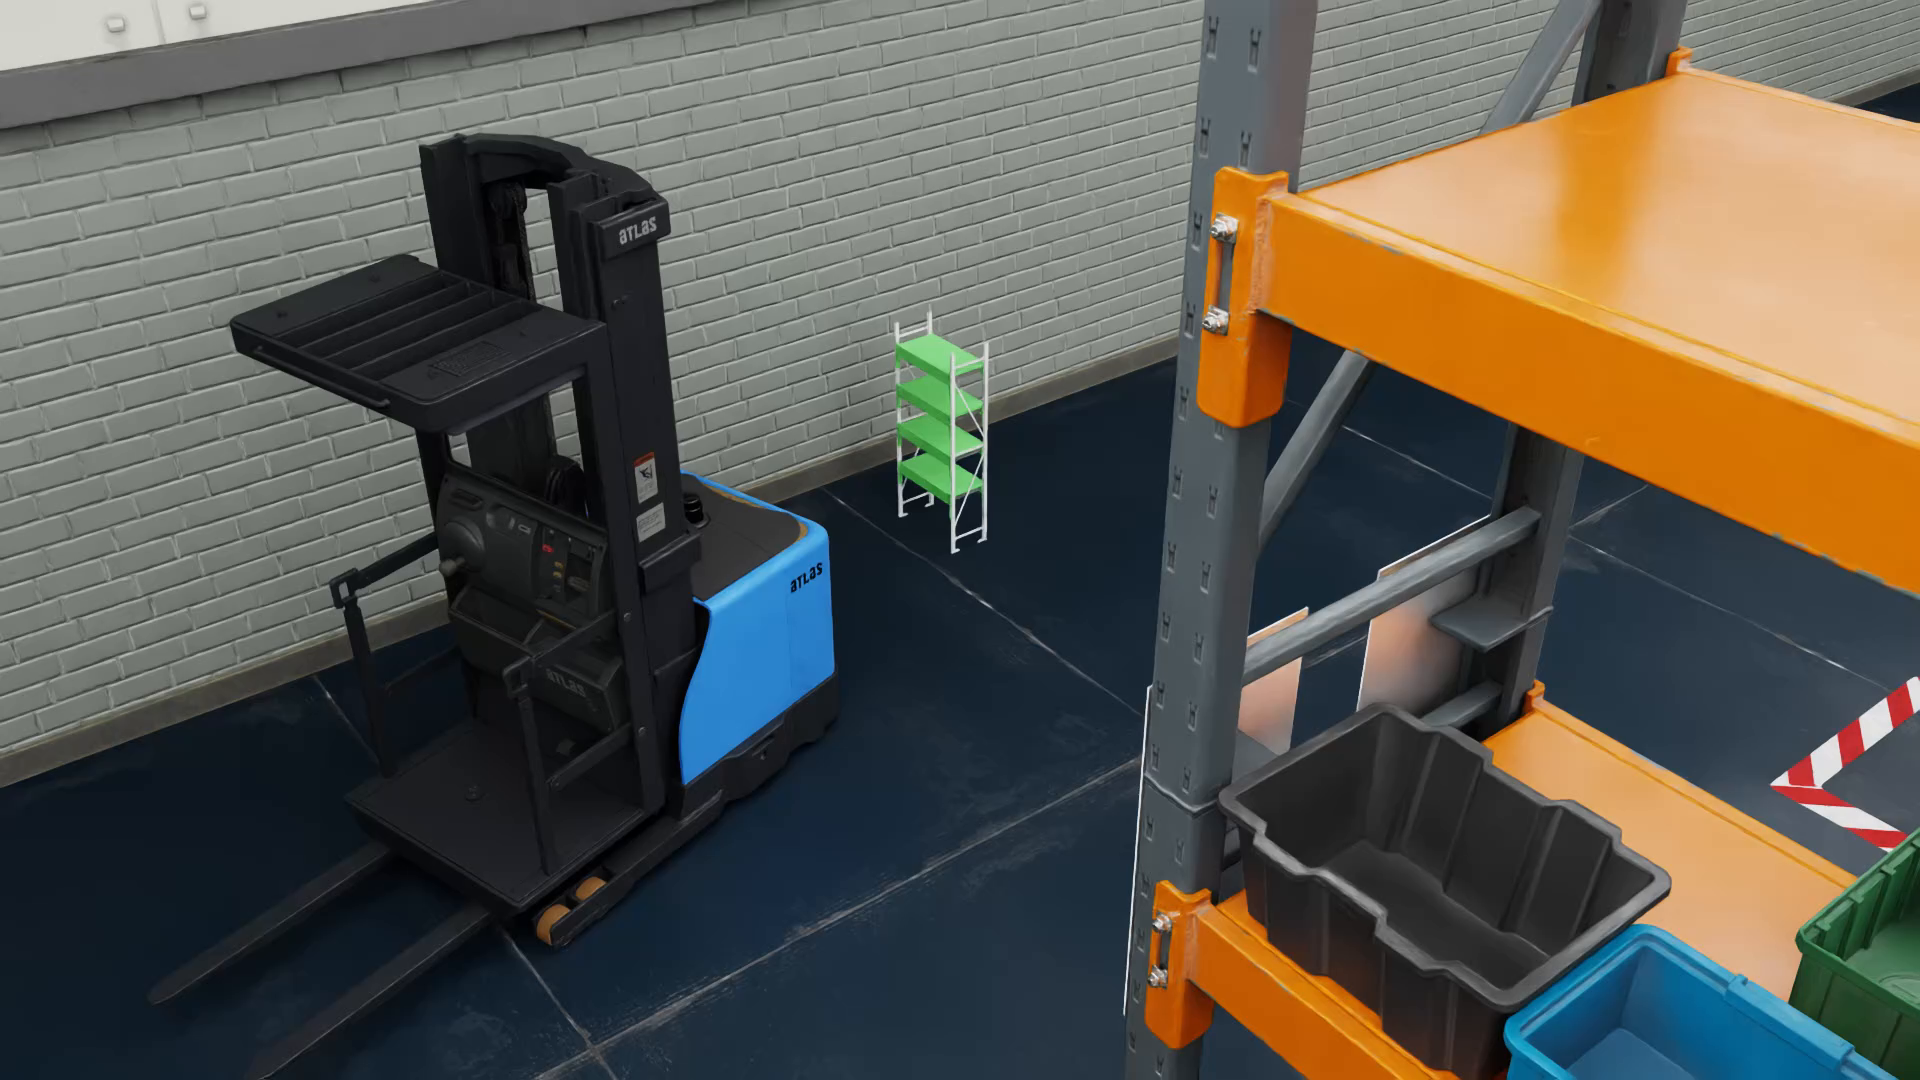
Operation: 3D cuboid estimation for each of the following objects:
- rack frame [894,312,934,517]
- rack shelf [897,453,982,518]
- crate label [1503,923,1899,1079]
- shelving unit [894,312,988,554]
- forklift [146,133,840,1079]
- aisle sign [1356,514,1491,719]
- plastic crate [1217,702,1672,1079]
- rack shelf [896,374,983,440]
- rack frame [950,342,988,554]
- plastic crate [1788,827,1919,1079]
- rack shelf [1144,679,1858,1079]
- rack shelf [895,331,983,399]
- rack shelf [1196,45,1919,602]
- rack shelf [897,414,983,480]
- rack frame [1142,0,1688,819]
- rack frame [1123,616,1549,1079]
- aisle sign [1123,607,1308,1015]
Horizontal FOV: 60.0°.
[{"bbox_3d":[-0.251,-0.680,9.208,0.240,1.200,0.015,-22,38,-31],"label":"rack frame"},{"bbox_3d":[-0.102,-0.321,9.205,0.258,0.148,0.480,-22,38,-31],"label":"rack shelf"},{"bbox_3d":[1.061,0.835,2.360,0.408,0.251,0.502,-22,38,-31],"label":"crate label"},{"bbox_3d":[-0.101,-0.579,9.045,0.258,1.200,0.503,-22,38,-31],"label":"shelving unit"},{"bbox_3d":[-1.838,0.086,6.333,1.130,2.935,3.031,21,38,30],"label":"forklift"},{"bbox_3d":[0.938,0.328,3.414,0.394,0.787,0.004,-22,38,-31],"label":"aisle sign"},{"bbox_3d":[0.767,0.589,2.739,0.497,0.269,0.590,-22,38,-31],"label":"plastic crate"},{"bbox_3d":[-0.101,-0.728,8.952,0.258,0.148,0.480,-22,38,-31],"label":"rack shelf"},{"bbox_3d":[0.048,-0.477,8.881,0.240,1.200,0.015,-22,38,-31],"label":"rack frame"},{"bbox_3d":[1.581,0.692,2.651,0.450,0.188,0.336,-22,38,-31],"label":"plastic crate"},{"bbox_3d":[1.977,1.422,1.956,1.077,0.370,4.000,-22,38,-31],"label":"rack shelf"},{"bbox_3d":[-0.101,-0.932,8.825,0.258,0.148,0.480,-22,38,-31],"label":"rack shelf"},{"bbox_3d":[1.977,0.318,1.270,1.077,0.370,4.000,-22,38,-31],"label":"rack shelf"},{"bbox_3d":[-0.101,-0.524,9.078,0.258,0.148,0.480,-22,38,-31],"label":"rack shelf"},{"bbox_3d":[0.751,-0.991,2.317,1.000,3.000,0.127,-22,38,-31],"label":"rack frame"},{"bbox_3d":[0.751,1.557,3.899,1.000,3.000,0.127,-22,38,-31],"label":"rack frame"},{"bbox_3d":[0.472,0.519,3.107,0.394,0.787,0.004,-22,38,-31],"label":"aisle sign"}]
